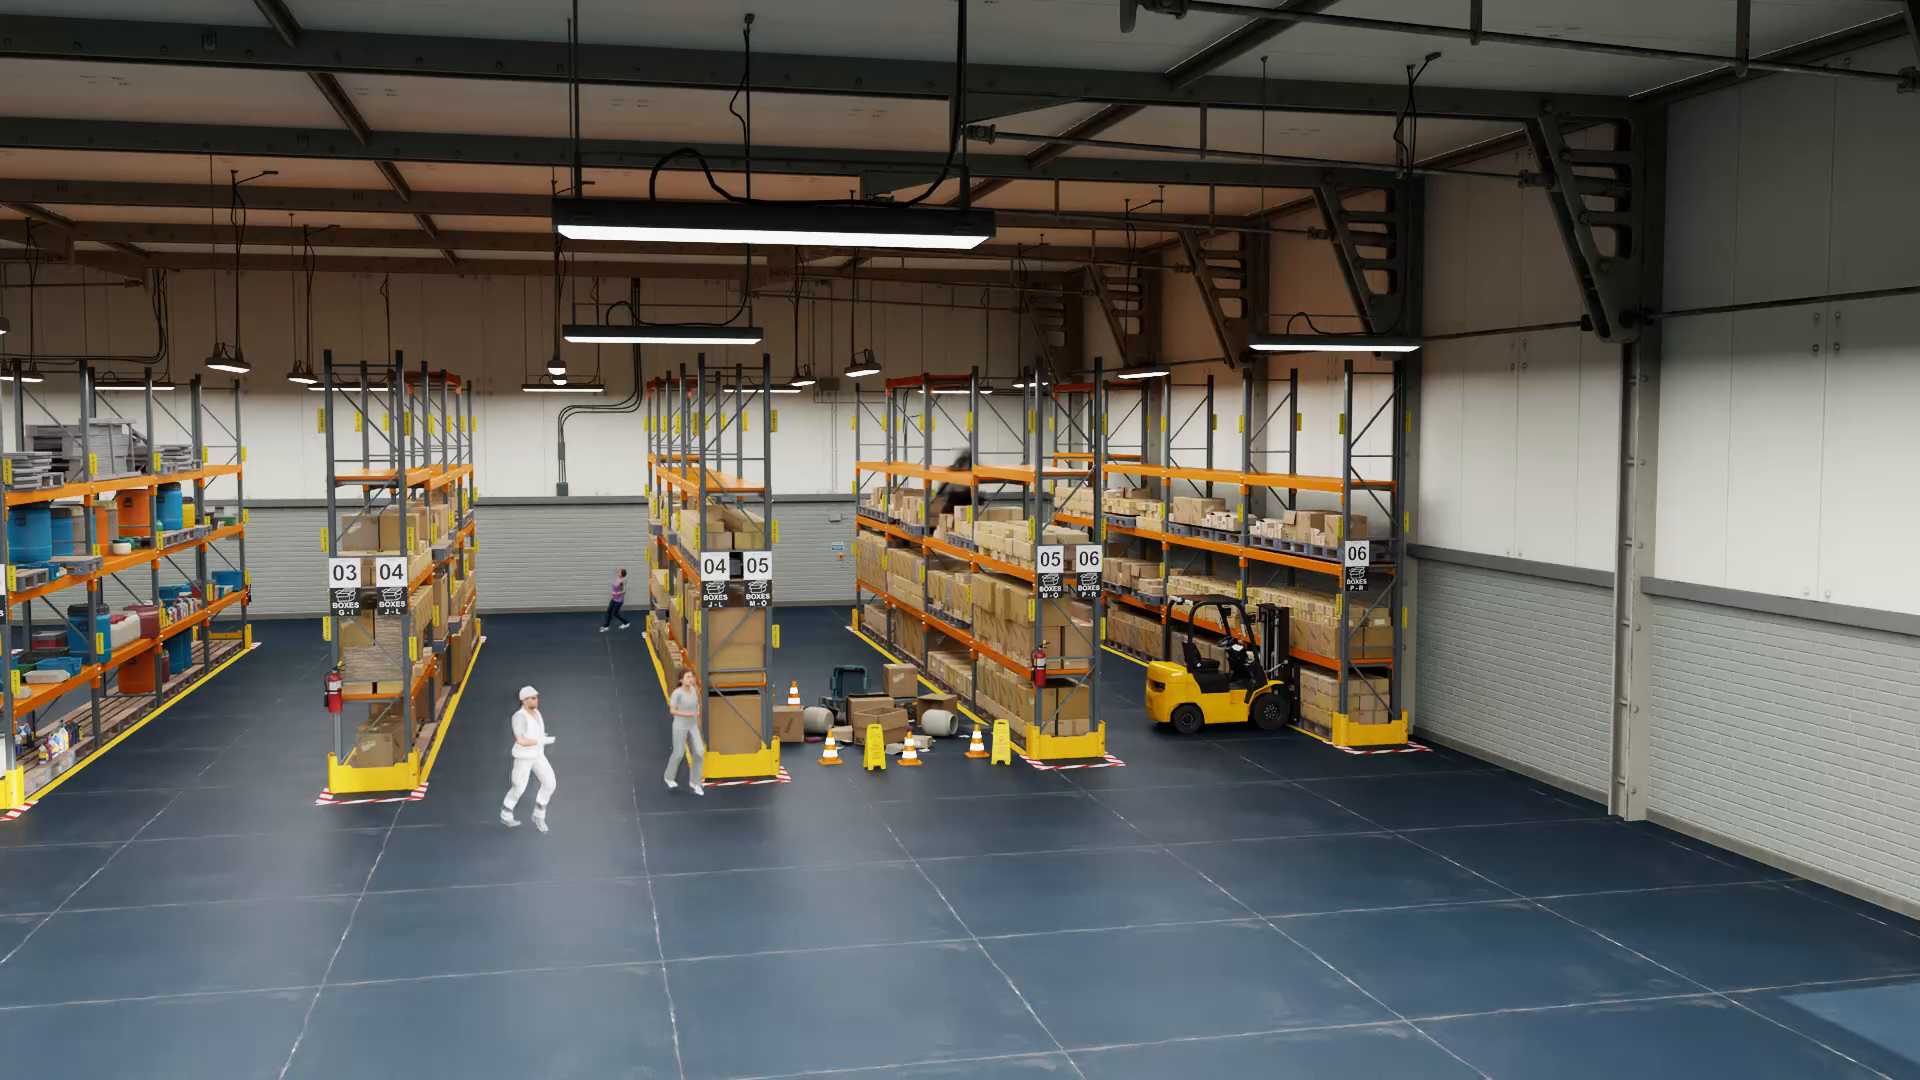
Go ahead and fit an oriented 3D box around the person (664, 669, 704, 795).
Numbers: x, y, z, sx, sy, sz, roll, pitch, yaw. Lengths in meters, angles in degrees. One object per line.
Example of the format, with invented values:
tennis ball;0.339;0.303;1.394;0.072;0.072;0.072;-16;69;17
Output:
person;-3.740;2.608;22.629;0.748;1.741;0.580;4;5;43

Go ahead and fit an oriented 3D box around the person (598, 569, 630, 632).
person;-8.272;1.456;39.967;0.731;1.533;0.653;-2;5;-31

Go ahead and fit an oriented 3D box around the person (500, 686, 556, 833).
person;-5.268;2.694;20.375;0.837;1.826;0.642;2;4;23
